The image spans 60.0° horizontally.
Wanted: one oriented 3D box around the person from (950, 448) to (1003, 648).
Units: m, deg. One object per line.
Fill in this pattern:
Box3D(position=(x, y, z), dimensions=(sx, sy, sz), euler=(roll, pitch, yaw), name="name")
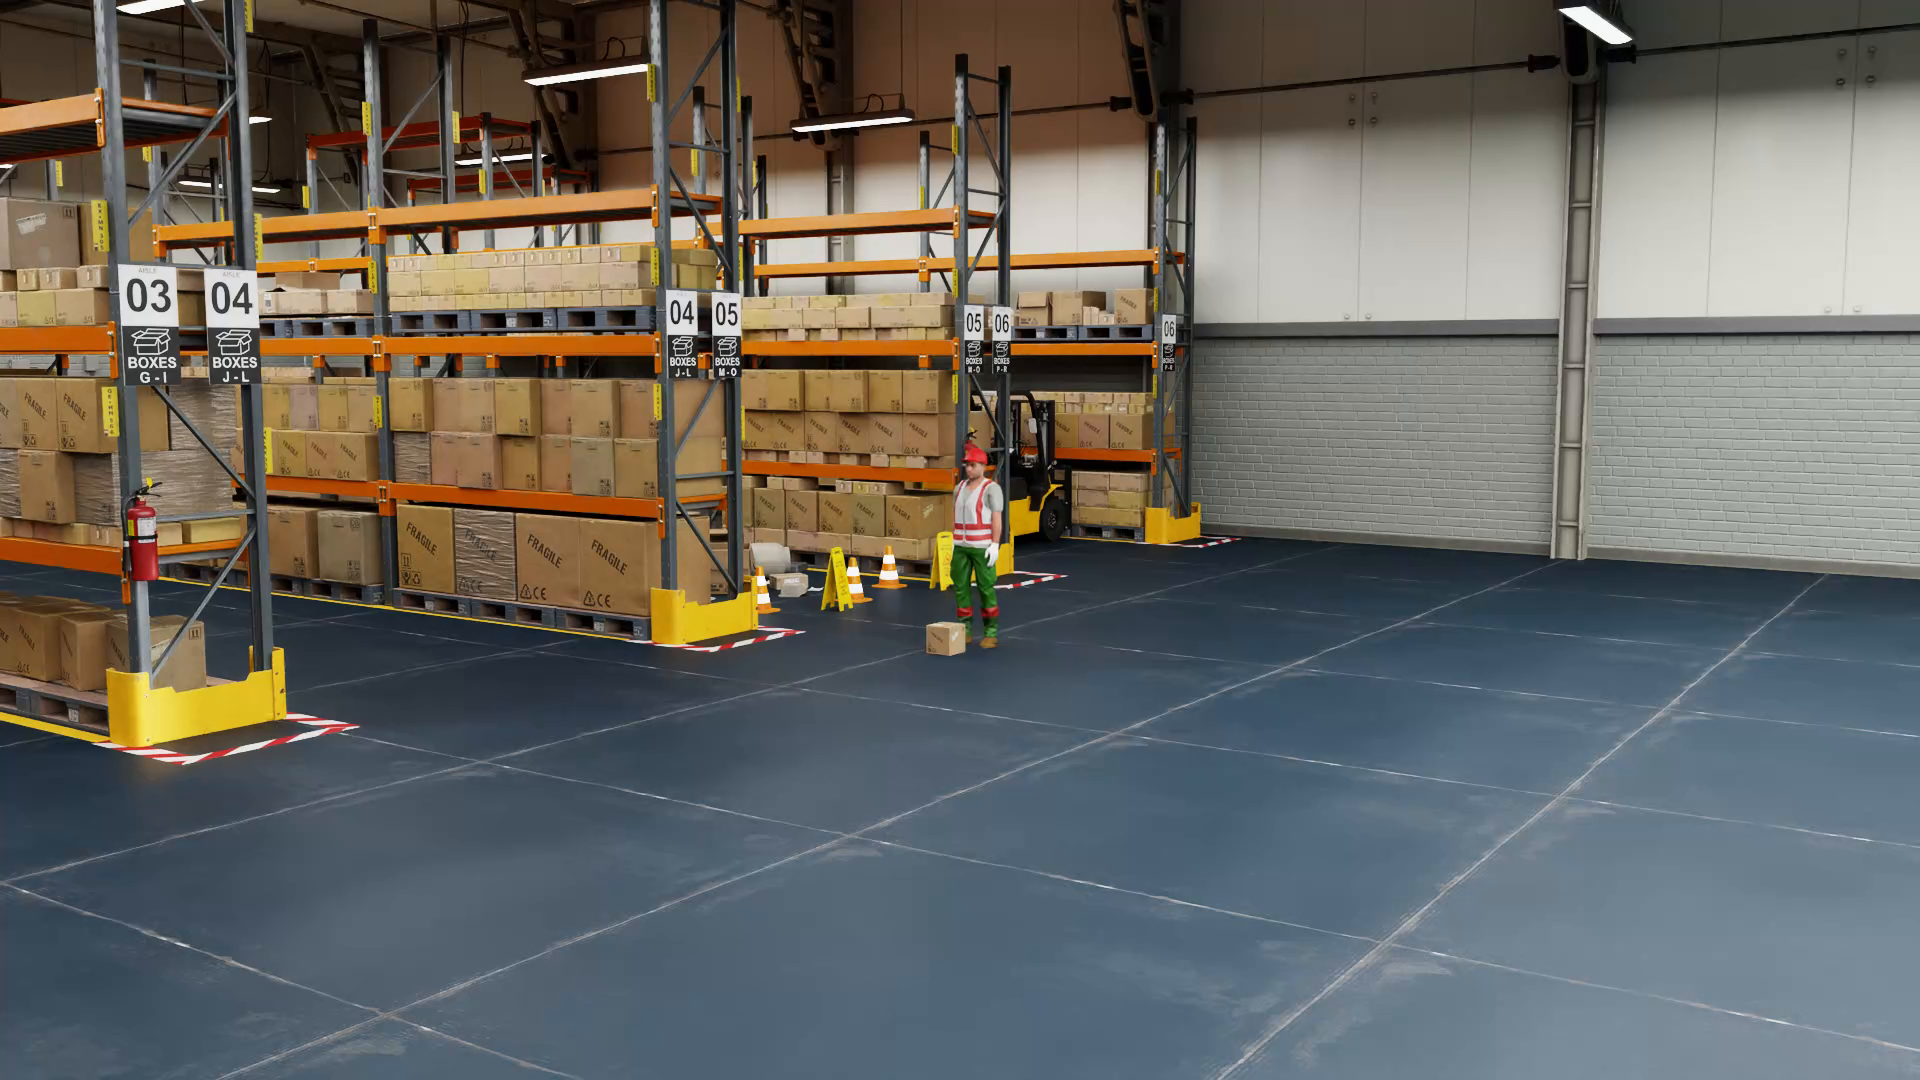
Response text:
Box3D(position=(0.130, 0.081, 14.994), dimensions=(0.526, 1.813, 0.367), euler=(4, 8, 35), name="person")
